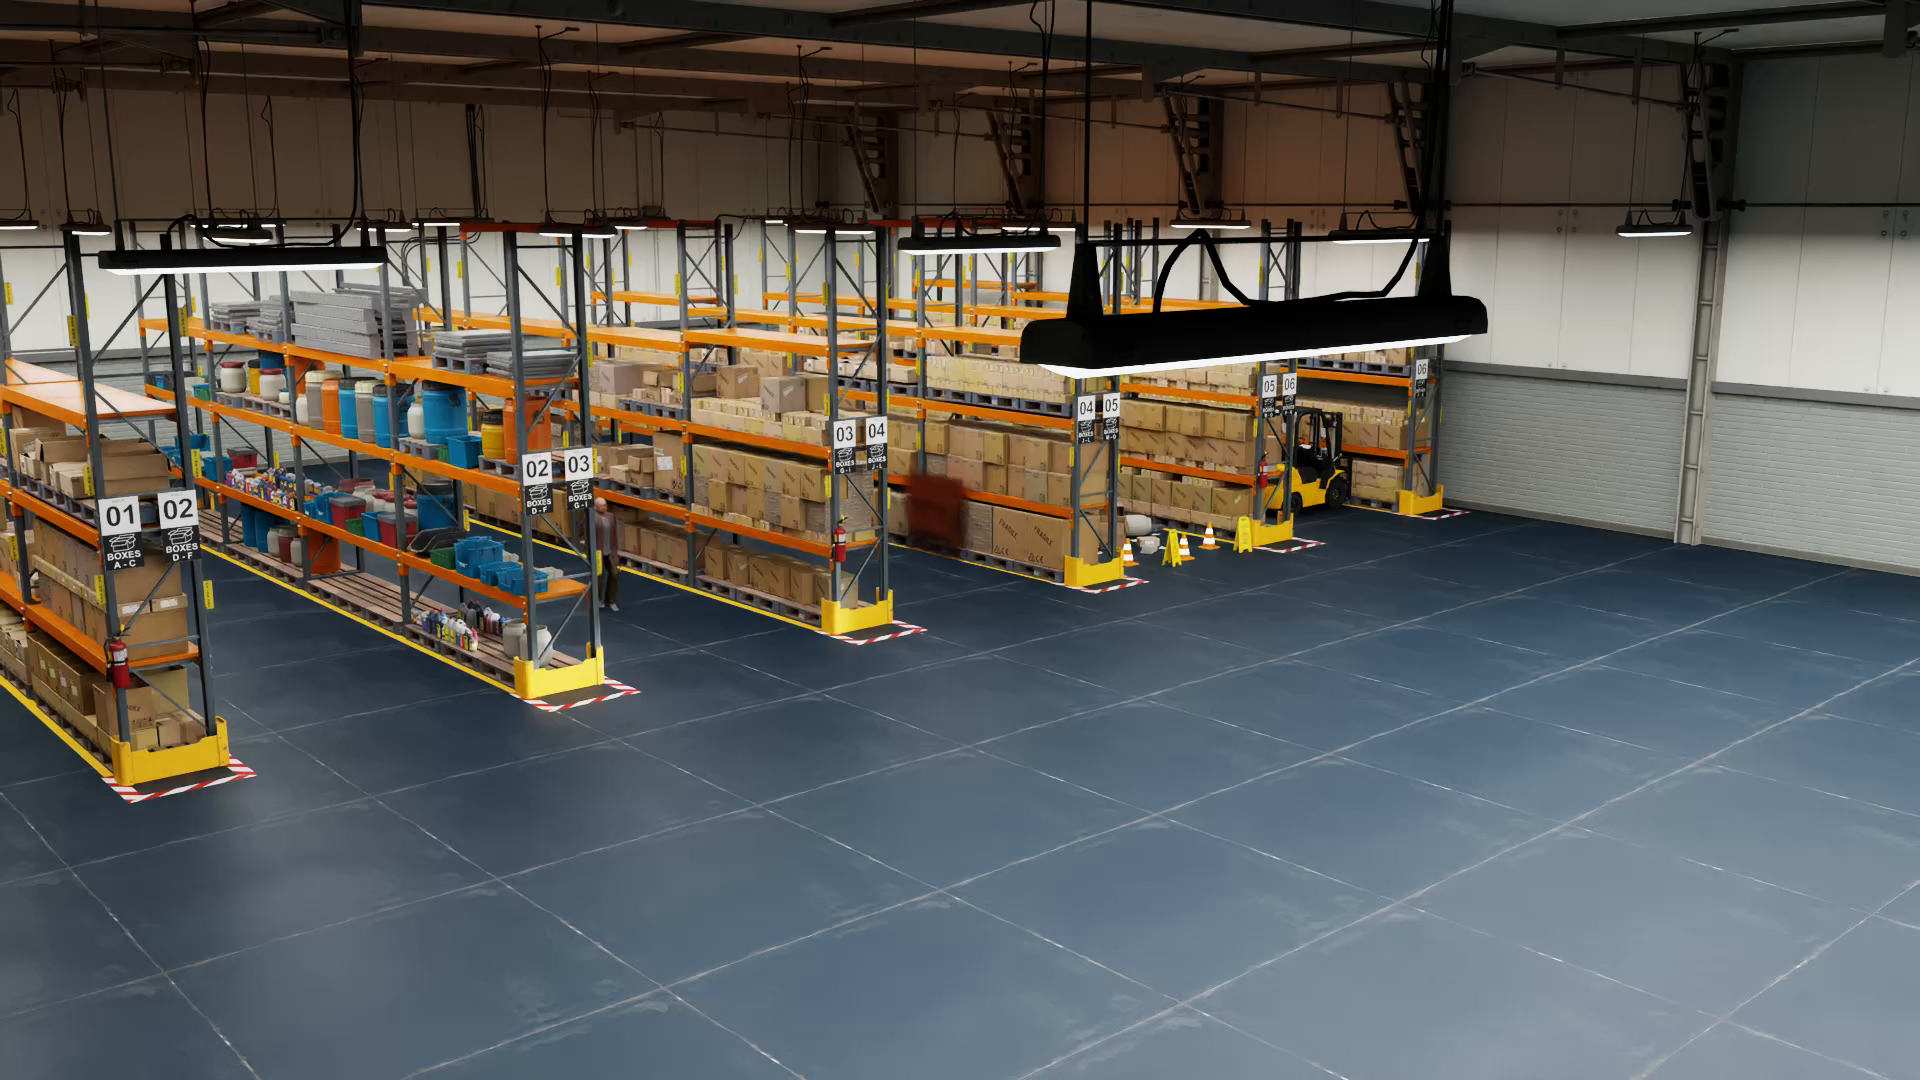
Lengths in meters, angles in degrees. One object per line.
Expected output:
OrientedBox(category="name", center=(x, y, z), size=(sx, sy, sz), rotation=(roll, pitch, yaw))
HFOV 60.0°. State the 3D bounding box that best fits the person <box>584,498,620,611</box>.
OrientedBox(category="person", center=(-5.654, 0.250, 26.296), size=(0.650, 1.860, 0.580), rotation=(-9, 14, -37))
